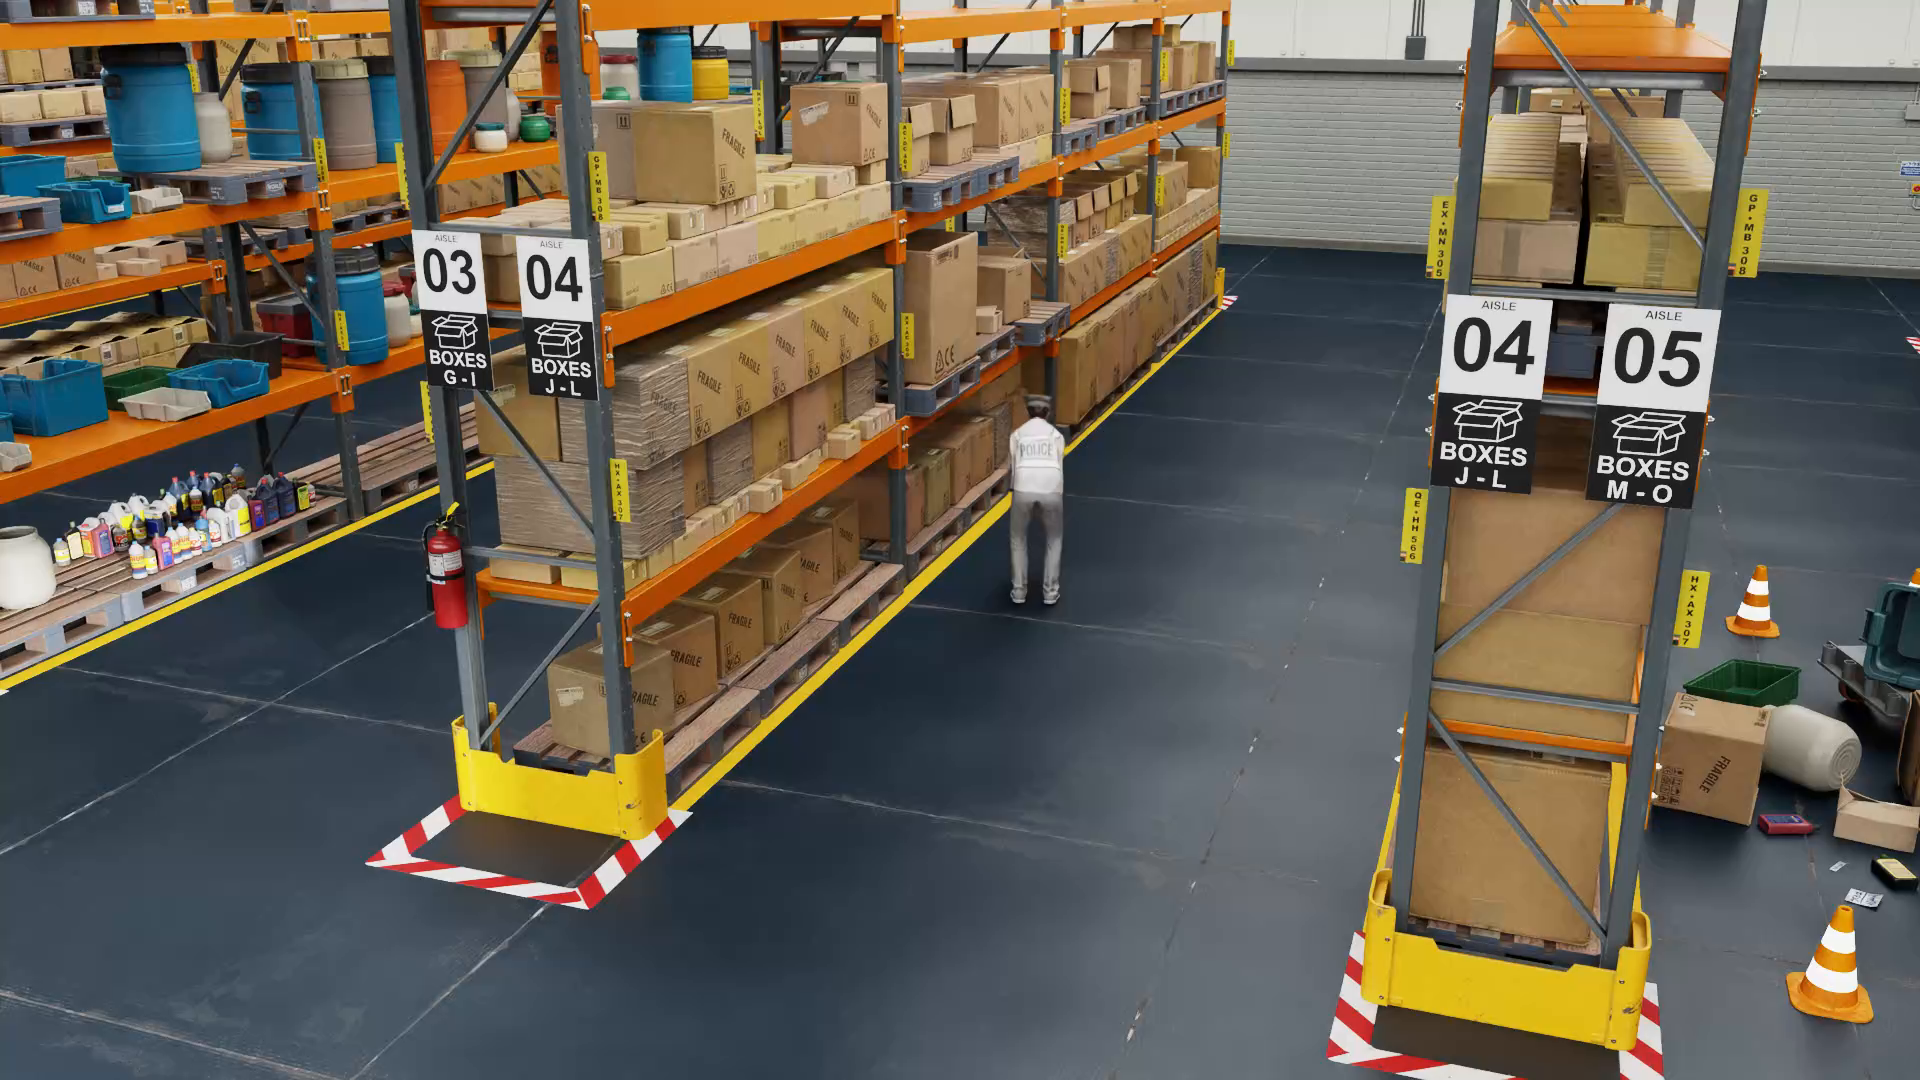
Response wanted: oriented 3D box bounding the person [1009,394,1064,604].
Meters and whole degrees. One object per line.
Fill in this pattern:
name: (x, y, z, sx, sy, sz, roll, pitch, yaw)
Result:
person: (0.562, -0.310, 12.270, 0.409, 1.482, 0.759, 1, 19, 4)
